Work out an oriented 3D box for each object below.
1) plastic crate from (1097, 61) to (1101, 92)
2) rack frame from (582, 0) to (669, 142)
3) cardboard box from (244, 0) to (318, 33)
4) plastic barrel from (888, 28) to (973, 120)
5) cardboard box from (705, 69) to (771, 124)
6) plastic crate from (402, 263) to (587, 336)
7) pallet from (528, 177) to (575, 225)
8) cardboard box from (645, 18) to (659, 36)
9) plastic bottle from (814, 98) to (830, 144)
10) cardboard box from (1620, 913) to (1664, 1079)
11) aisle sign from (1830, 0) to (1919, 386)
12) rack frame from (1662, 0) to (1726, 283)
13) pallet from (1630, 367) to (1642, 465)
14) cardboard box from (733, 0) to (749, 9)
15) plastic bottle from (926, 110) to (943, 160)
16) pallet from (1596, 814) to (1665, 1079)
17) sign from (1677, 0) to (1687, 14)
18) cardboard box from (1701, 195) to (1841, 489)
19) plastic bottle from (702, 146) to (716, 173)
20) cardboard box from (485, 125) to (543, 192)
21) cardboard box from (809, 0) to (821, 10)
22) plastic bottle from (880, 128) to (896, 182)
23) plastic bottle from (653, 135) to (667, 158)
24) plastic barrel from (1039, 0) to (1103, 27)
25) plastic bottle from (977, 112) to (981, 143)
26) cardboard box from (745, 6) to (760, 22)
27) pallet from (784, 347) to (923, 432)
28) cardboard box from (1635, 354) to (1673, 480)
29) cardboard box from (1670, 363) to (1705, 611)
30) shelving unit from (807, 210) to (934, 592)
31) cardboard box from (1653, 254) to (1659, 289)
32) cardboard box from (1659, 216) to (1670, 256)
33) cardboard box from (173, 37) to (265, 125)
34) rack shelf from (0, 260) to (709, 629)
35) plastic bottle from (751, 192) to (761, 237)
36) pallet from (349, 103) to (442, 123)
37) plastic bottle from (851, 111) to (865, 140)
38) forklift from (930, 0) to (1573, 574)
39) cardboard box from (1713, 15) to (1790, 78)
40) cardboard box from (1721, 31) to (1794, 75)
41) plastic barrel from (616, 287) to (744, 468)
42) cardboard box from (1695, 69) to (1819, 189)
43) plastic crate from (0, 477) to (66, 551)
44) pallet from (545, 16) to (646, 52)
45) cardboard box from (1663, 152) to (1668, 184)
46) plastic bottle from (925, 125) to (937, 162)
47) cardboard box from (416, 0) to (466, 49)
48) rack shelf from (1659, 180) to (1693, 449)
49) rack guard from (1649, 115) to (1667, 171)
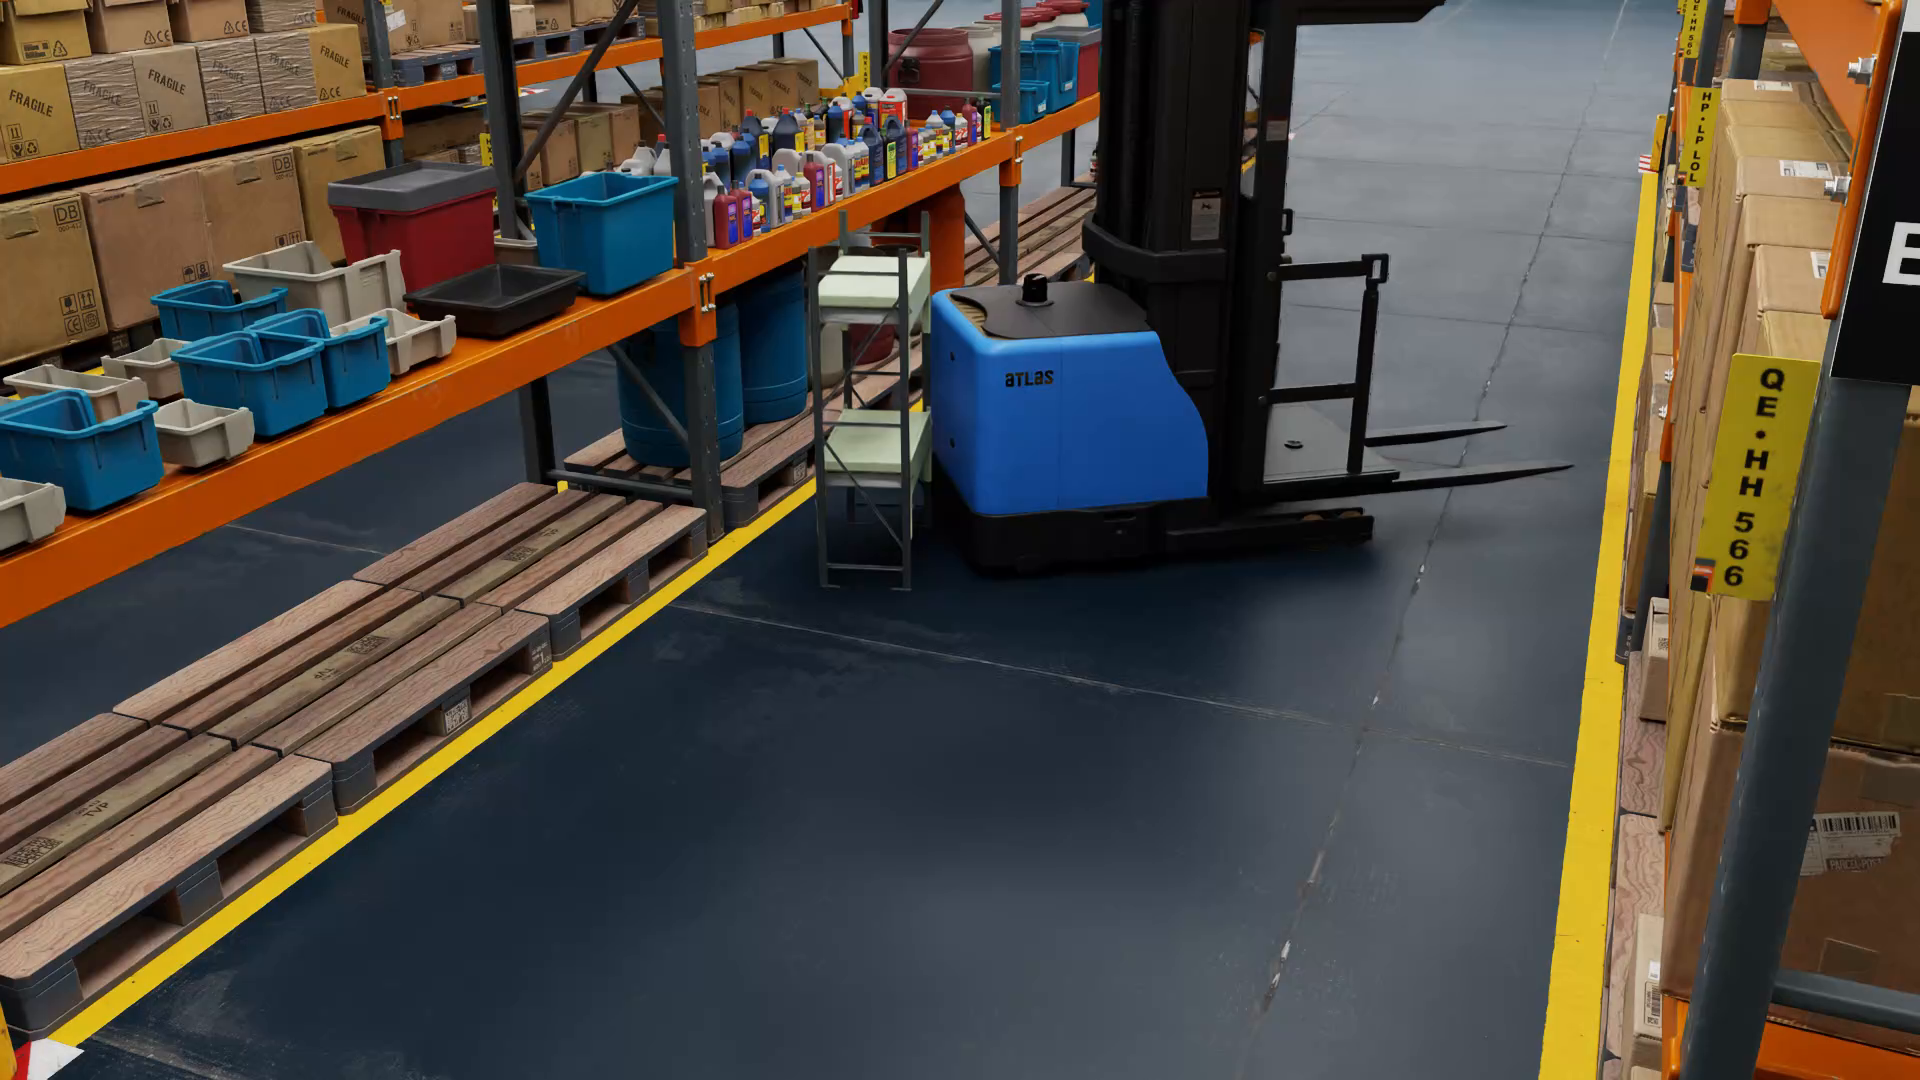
[{"bbox_3d":[0.998,-3.553,12.639,0.450,0.188,0.662,9,24,20],"label":"plastic crate"},{"bbox_3d":[-3.216,-5.023,15.884,1.000,3.000,0.127,9,24,20],"label":"rack frame"},{"bbox_3d":[-4.988,-3.842,11.624,0.797,0.503,0.637,10,25,22],"label":"cardboard box"},{"bbox_3d":[-0.212,-3.155,11.235,0.600,0.536,0.708,9,24,20],"label":"plastic barrel"},{"bbox_3d":[-2.418,-4.834,18.129,0.500,0.500,0.500,11,25,25],"label":"cardboard box"},{"bbox_3d":[-1.755,-0.913,6.324,0.437,0.125,0.590,9,24,20],"label":"plastic crate"},{"bbox_3d":[-3.955,-3.020,14.706,1.003,0.211,1.213,9,24,20],"label":"pallet"},{"bbox_3d":[-2.857,-4.941,16.014,0.380,0.149,0.250,9,24,20],"label":"cardboard box"},{"bbox_3d":[-0.828,-2.513,10.027,0.061,0.283,0.133,9,24,20],"label":"plastic bottle"},{"bbox_3d":[1.877,1.191,4.004,0.500,0.250,0.500,9,24,20],"label":"cardboard box"},{"bbox_3d":[1.213,-0.529,1.751,0.394,0.787,0.004,9,24,20],"label":"aisle sign"},{"bbox_3d":[4.494,-2.172,9.059,1.000,3.000,0.127,9,24,20],"label":"rack frame"},{"bbox_3d":[4.182,-0.624,8.970,1.003,0.211,1.213,9,24,20],"label":"pallet"},{"bbox_3d":[-2.681,-5.726,17.051,0.875,0.500,0.500,9,24,20],"label":"cardboard box"},{"bbox_3d":[-0.148,-2.357,9.668,0.097,0.271,0.097,0,23,0],"label":"plastic bottle"},{"bbox_3d":[2.301,1.230,4.533,1.003,0.211,1.213,9,24,20],"label":"pallet"},{"bbox_3d":[5.464,-4.119,12.493,0.100,0.325,0.005,9,24,20],"label":"sign"},{"bbox_3d":[1.808,-0.383,3.348,0.500,0.500,0.500,9,24,21],"label":"cardboard box"},{"bbox_3d":[-1.297,-1.879,8.525,0.097,0.271,0.097,0,23,0],"label":"plastic bottle"},{"bbox_3d":[-4.073,-3.288,14.403,0.700,0.500,0.500,11,25,24],"label":"cardboard box"},{"bbox_3d":[-1.783,-6.021,18.599,0.380,0.149,0.250,9,24,20],"label":"cardboard box"},{"bbox_3d":[-0.400,-2.100,9.038,0.061,0.283,0.133,9,24,20],"label":"plastic bottle"},{"bbox_3d":[-1.483,-1.871,8.401,0.144,0.351,0.185,9,24,20],"label":"plastic bottle"},{"bbox_3d":[0.958,-4.451,13.863,0.600,0.901,0.708,9,24,20],"label":"plastic barrel"},{"bbox_3d":[0.083,-2.547,10.213,0.097,0.201,0.097,0,23,0],"label":"plastic bottle"},{"bbox_3d":[-2.312,-5.480,17.304,0.380,0.149,0.250,9,24,20],"label":"cardboard box"},{"bbox_3d":[-0.812,-0.873,9.566,1.003,0.211,1.213,9,24,20],"label":"pallet"},{"bbox_3d":[3.491,-0.546,7.837,0.500,0.500,0.500,8,24,18],"label":"cardboard box"},{"bbox_3d":[2.004,-0.099,3.966,0.500,0.500,0.500,8,24,19],"label":"cardboard box"},{"bbox_3d":[-0.373,-0.618,7.284,0.431,1.500,0.755,2,23,5],"label":"shelving unit"},{"bbox_3d":[5.030,-1.870,11.357,0.500,0.250,0.500,9,24,21],"label":"cardboard box"},{"bbox_3d":[4.837,-1.946,10.812,0.500,0.311,0.500,9,24,20],"label":"cardboard box"},{"bbox_3d":[-5.036,-3.062,11.060,0.500,0.500,0.500,8,24,18],"label":"cardboard box"},{"bbox_3d":[-2.332,-0.404,5.758,1.077,0.370,4.000,9,24,20],"label":"rack shelf"},{"bbox_3d":[-0.981,-1.522,7.759,0.097,0.201,0.097,0,23,0],"label":"plastic bottle"},{"bbox_3d":[-6.977,-5.182,19.882,1.003,0.211,1.213,9,24,20],"label":"pallet"},{"bbox_3d":[-0.613,-2.506,10.115,0.097,0.201,0.097,0,23,0],"label":"plastic bottle"},{"bbox_3d":[1.417,-1.492,7.520,3.031,2.935,1.130,-5,23,-13],"label":"forklift"},{"bbox_3d":[6.139,-3.810,12.849,0.700,0.500,0.500,8,24,19],"label":"cardboard box"},{"bbox_3d":[5.484,-3.189,11.363,0.500,0.500,0.500,11,25,24],"label":"cardboard box"},{"bbox_3d":[-1.371,-0.869,8.117,0.600,0.901,0.708,9,24,20],"label":"plastic barrel"},{"bbox_3d":[3.848,-1.871,7.663,0.700,0.500,0.500,14,26,30],"label":"cardboard box"},{"bbox_3d":[-2.481,-0.070,4.291,0.250,0.136,0.298,9,24,20],"label":"plastic crate"},{"bbox_3d":[-3.635,-4.682,15.317,1.003,0.211,1.213,9,24,20],"label":"pallet"},{"bbox_3d":[6.502,-3.264,14.694,0.500,0.250,0.500,9,24,20],"label":"cardboard box"},{"bbox_3d":[-0.184,-2.290,9.598,0.097,0.201,0.097,0,23,0],"label":"plastic bottle"},{"bbox_3d":[-4.424,-4.245,13.346,0.700,0.500,0.500,13,26,28],"label":"cardboard box"},{"bbox_3d":[3.751,-1.125,7.484,1.077,0.370,4.000,9,24,20],"label":"rack shelf"},{"bbox_3d":[7.475,-3.890,16.415,1.175,0.500,0.348,9,24,20],"label":"rack guard"}]
